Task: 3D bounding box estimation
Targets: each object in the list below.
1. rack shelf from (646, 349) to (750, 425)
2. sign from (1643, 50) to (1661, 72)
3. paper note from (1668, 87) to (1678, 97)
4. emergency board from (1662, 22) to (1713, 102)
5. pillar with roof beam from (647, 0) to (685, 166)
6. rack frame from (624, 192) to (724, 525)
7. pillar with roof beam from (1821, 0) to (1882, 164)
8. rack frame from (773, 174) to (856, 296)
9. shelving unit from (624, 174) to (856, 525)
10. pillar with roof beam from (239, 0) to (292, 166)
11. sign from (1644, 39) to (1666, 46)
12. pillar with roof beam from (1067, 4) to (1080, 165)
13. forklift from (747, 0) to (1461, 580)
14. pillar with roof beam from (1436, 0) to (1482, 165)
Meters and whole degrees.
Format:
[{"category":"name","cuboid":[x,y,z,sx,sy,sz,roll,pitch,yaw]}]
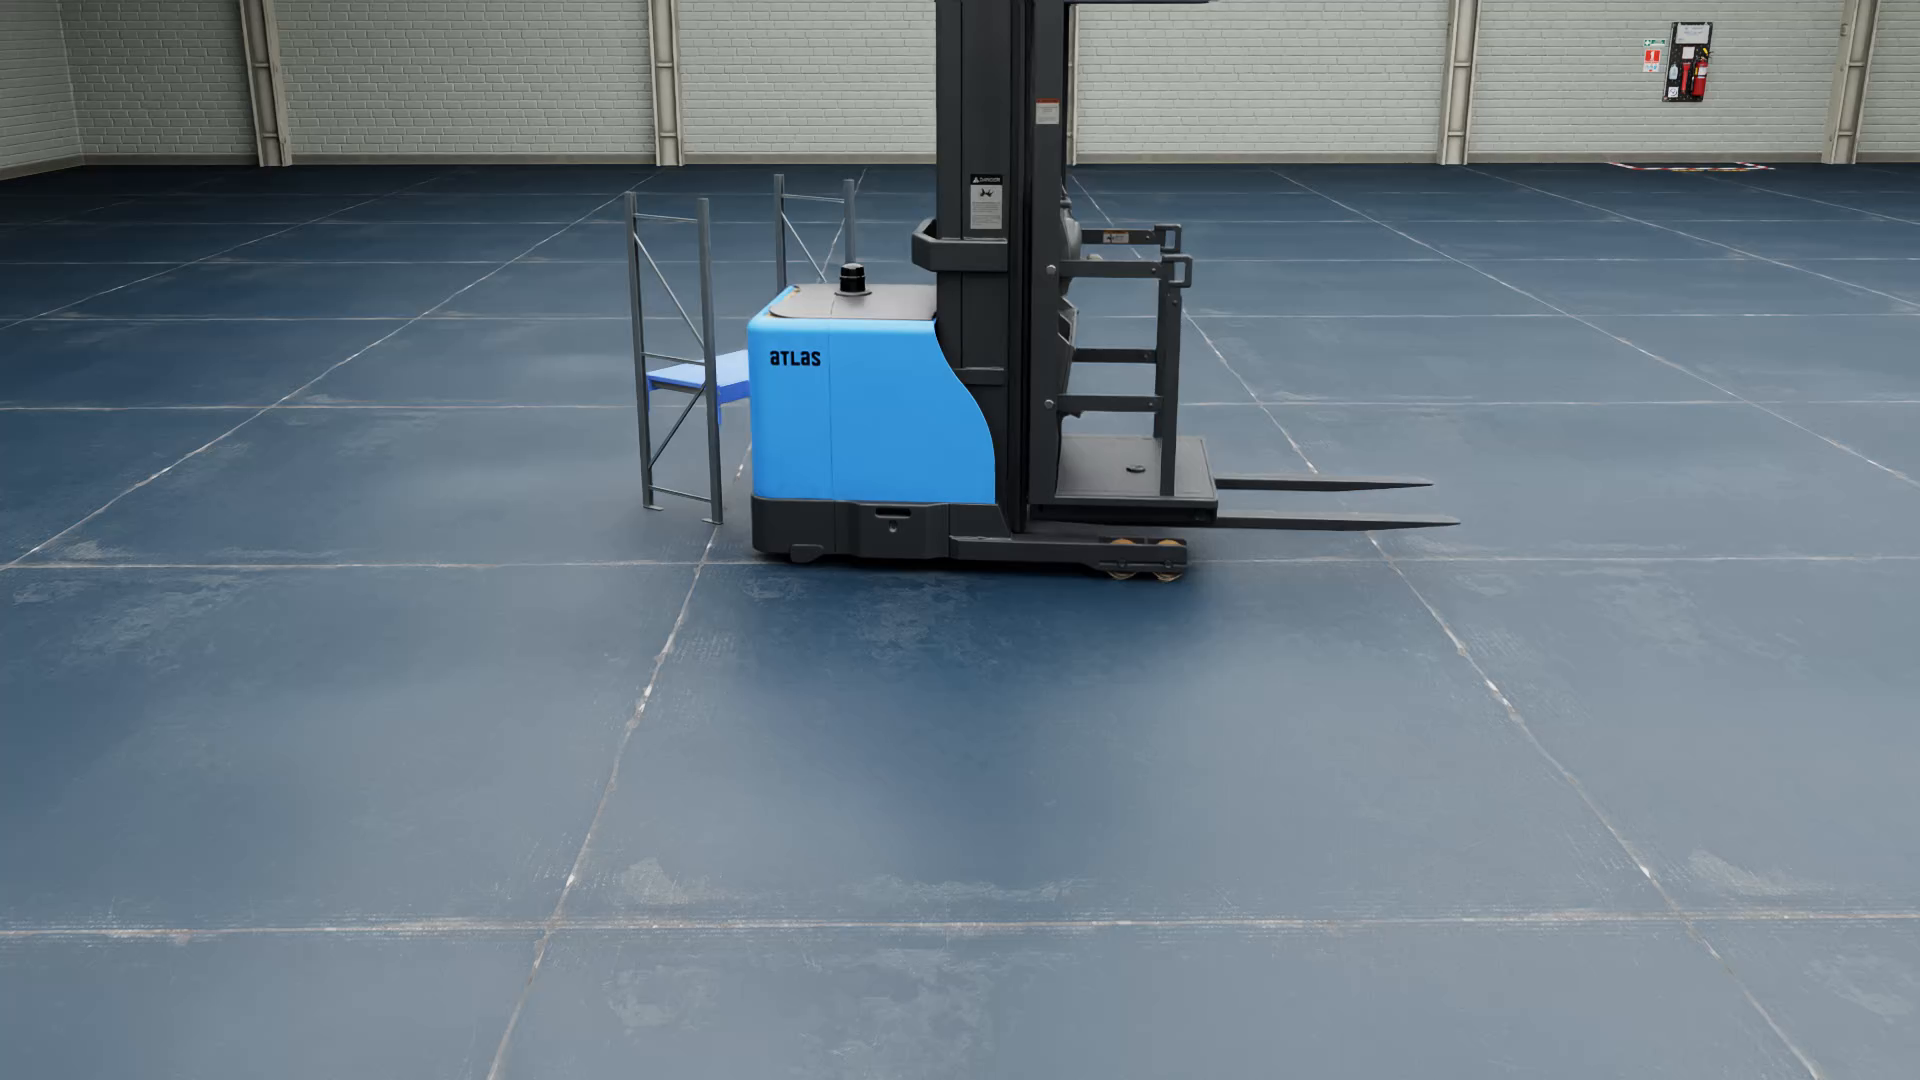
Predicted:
[{"category":"rack shelf","cuboid":[-1.024,-0.786,8.132,0.538,0.185,1.000,12,22,34]},{"category":"sign","cuboid":[10.546,-7.303,25.344,0.234,0.329,0.001,0,18,-1]},{"category":"paper note","cuboid":[10.923,-6.858,25.458,0.142,0.148,0.016,0,18,-1]},{"category":"emergency board","cuboid":[11.101,-7.257,25.260,0.643,1.169,0.194,0,18,-1]},{"category":"pillar with roof beam","cuboid":[-4.357,-8.713,19.975,0.400,9.000,9.100,0,18,-1]},{"category":"rack frame","cuboid":[-1.320,-0.831,7.683,0.500,1.500,0.032,12,22,34]},{"category":"pillar with roof beam","cuboid":[13.640,-8.799,20.246,0.400,9.000,9.100,0,18,-1]},{"category":"rack frame","cuboid":[-0.728,-1.084,8.470,0.500,1.500,0.032,12,22,34]},{"category":"shelving unit","cuboid":[-1.024,-0.957,8.077,0.538,1.500,1.048,12,22,34]},{"category":"pillar with roof beam","cuboid":[-10.357,-8.684,19.885,0.400,9.000,9.100,0,18,-1]},{"category":"sign","cuboid":[10.551,-7.553,25.255,0.331,0.109,0.001,0,18,-1]},{"category":"pillar with roof beam","cuboid":[1.642,-8.741,20.065,0.400,9.000,9.100,0,18,-1]},{"category":"forklift","cuboid":[0.641,-1.395,7.099,3.031,2.935,1.130,1,18,4]},{"category":"pillar with roof beam","cuboid":[7.641,-8.770,20.156,0.400,9.000,9.100,0,18,-1]}]
